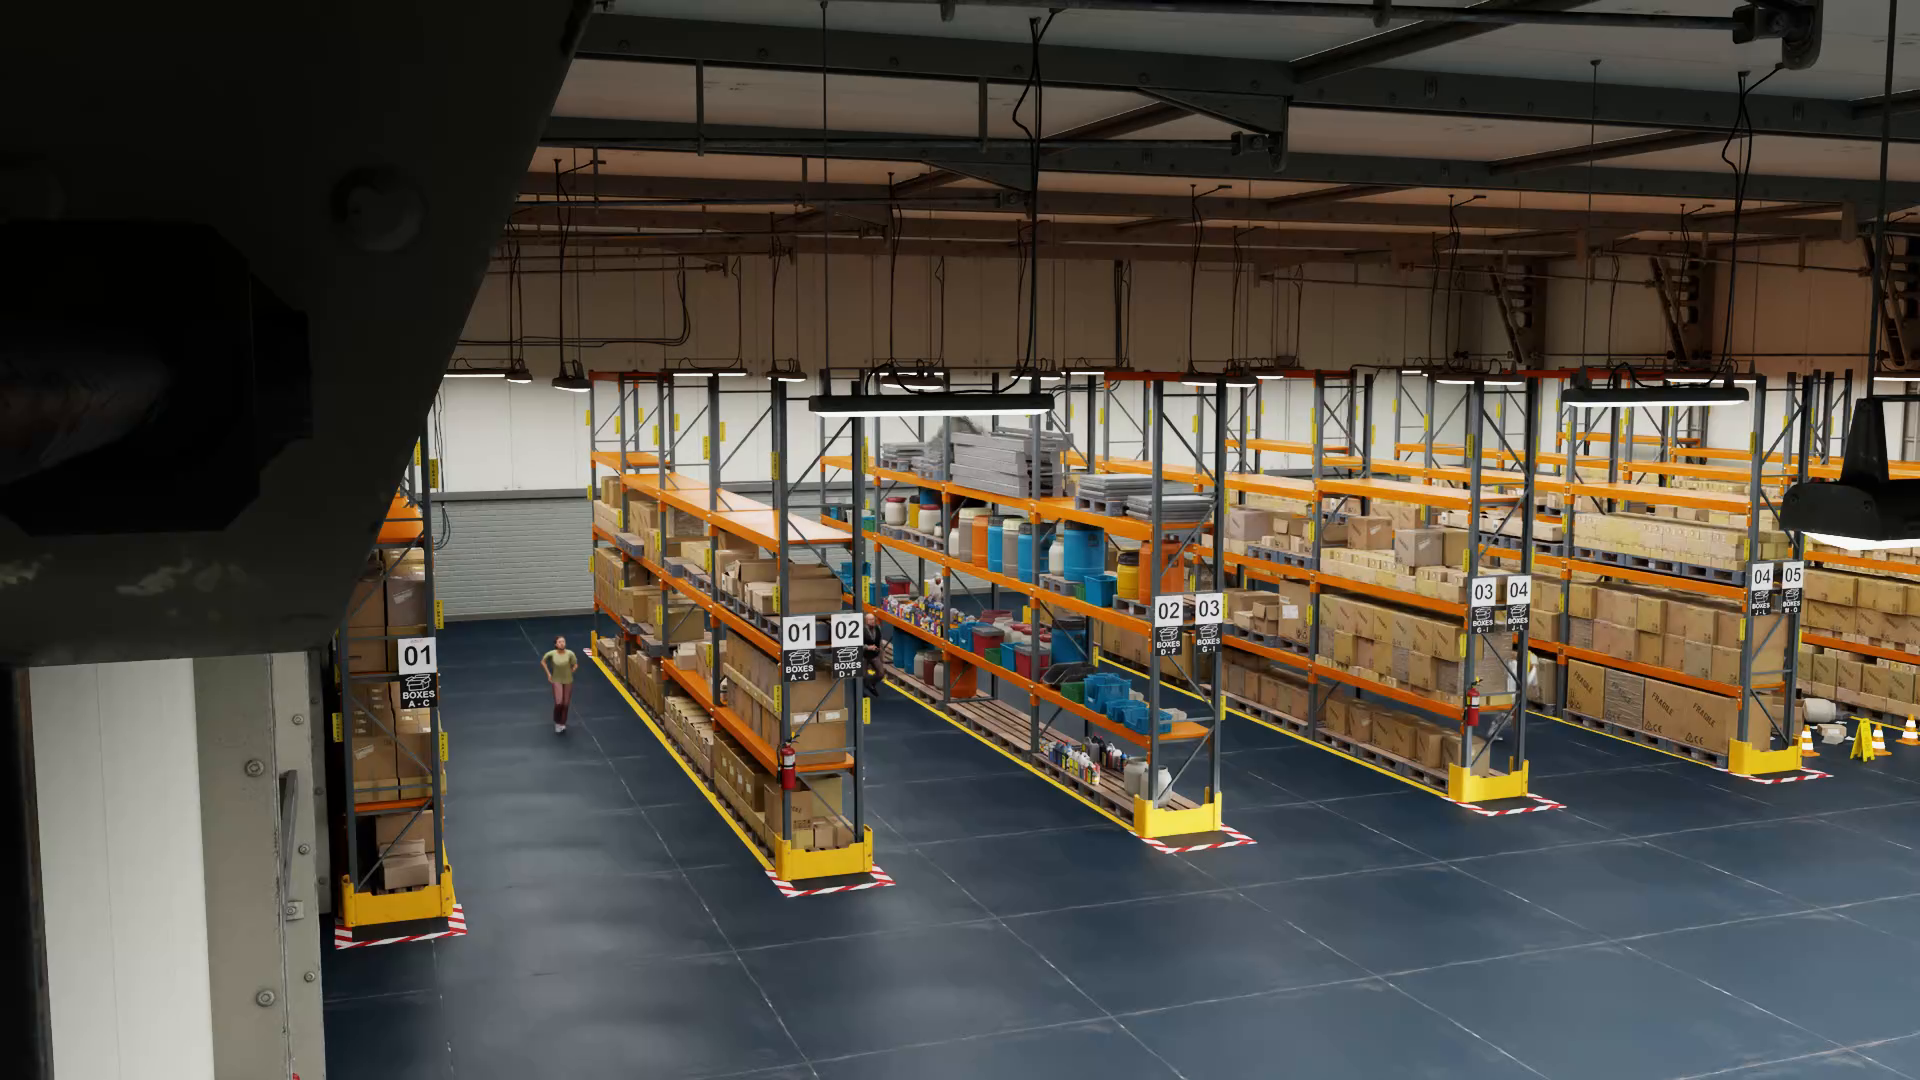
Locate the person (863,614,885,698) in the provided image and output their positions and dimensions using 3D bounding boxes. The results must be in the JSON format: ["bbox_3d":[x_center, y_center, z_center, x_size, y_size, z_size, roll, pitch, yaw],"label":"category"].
[{"bbox_3d":[-1.653,2.130,30.427,0.652,1.620,0.885,-3,7,-28],"label":"person"}]

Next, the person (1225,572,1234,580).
[{"bbox_3d":[6.608,0.439,41.727,0.687,1.137,0.704,-5,8,-40],"label":"person"}]

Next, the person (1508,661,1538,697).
[{"bbox_3d":[8.997,2.185,26.980,0.670,0.742,1.021,-2,7,-19],"label":"person"}]

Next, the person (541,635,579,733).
[{"bbox_3d":[-6.668,2.408,27.813,0.595,1.647,0.621,-2,7,-20],"label":"person"}]

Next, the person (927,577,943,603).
[{"bbox_3d":[-0.558,1.072,36.699,0.643,0.774,0.601,-2,7,-21],"label":"person"}]
